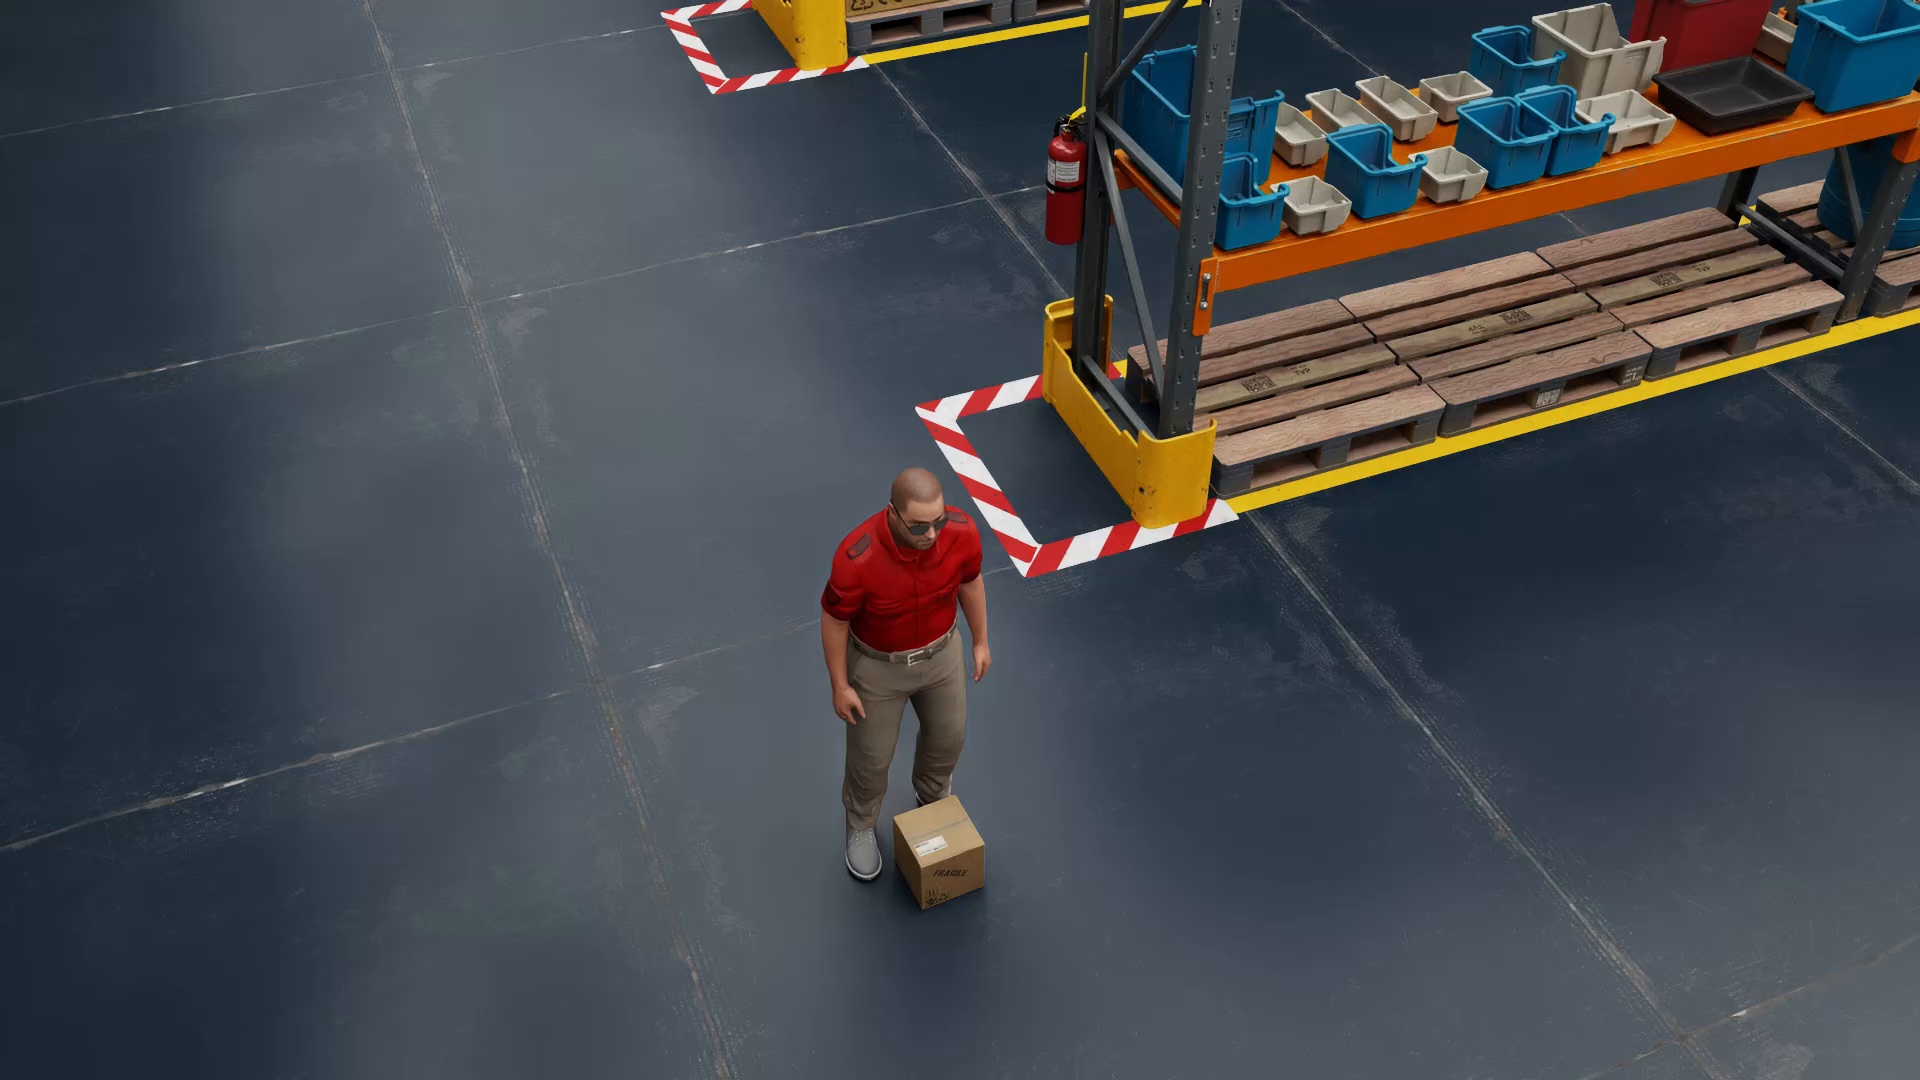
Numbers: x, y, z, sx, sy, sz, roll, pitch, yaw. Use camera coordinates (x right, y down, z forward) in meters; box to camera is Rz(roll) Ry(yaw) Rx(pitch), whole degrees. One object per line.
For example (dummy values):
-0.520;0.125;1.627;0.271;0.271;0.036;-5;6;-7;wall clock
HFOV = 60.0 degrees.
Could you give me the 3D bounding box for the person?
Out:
-0.179;0.419;5.695;0.602;1.728;0.384;-17;44;-18;person
